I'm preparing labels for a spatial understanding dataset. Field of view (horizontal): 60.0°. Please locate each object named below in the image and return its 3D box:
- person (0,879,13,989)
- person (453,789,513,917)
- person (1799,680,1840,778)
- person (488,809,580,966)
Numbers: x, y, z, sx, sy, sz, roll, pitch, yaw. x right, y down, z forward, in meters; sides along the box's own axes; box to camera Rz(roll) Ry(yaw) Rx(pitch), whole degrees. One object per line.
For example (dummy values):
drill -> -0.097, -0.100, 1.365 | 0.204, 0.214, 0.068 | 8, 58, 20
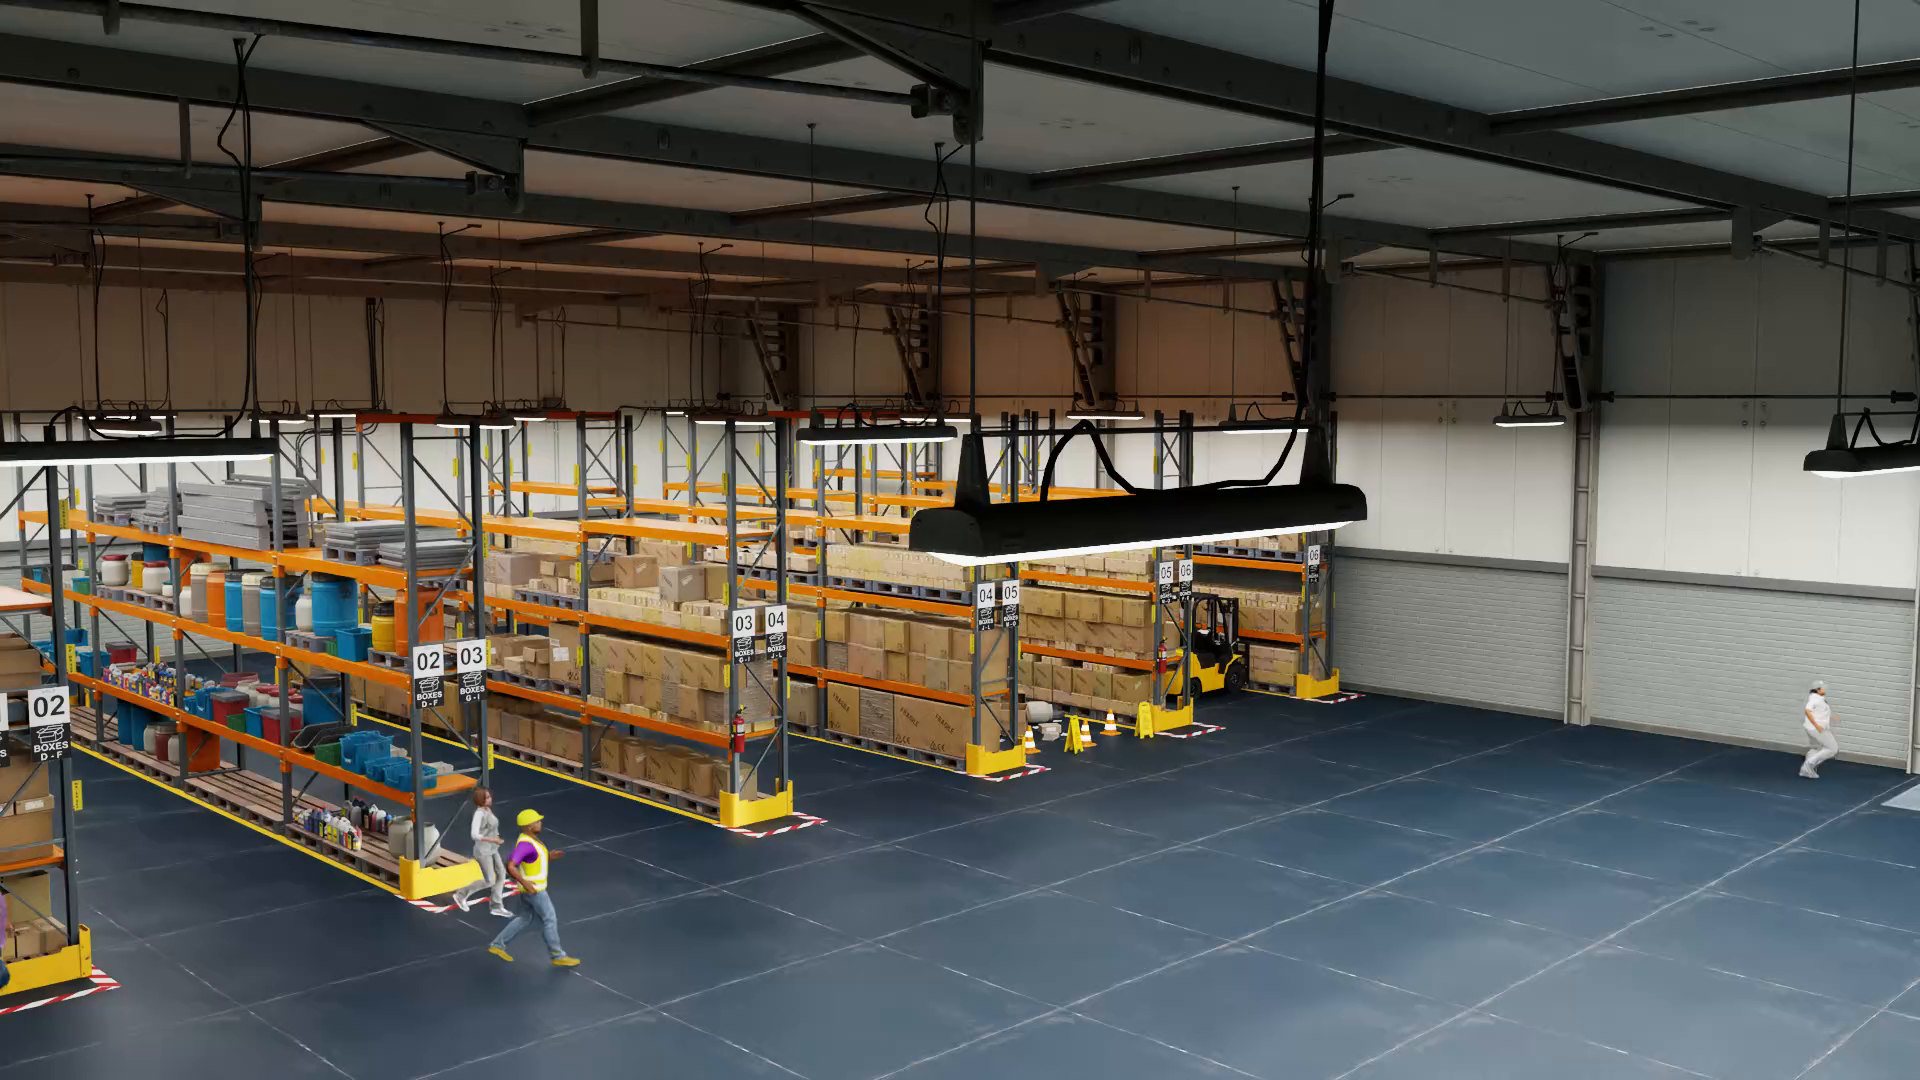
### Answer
person -> -9.760, 4.093, 16.679 | 0.572, 1.571, 0.563 | 0, 5, 2
person -> -5.789, 3.807, 20.139 | 0.700, 1.578, 0.545 | 0, 5, -2
person -> 14.210, 3.130, 27.458 | 0.574, 1.626, 0.593 | 2, 5, 18
person -> -4.702, 3.830, 18.305 | 0.982, 1.757, 0.700 | -2, 5, -18
